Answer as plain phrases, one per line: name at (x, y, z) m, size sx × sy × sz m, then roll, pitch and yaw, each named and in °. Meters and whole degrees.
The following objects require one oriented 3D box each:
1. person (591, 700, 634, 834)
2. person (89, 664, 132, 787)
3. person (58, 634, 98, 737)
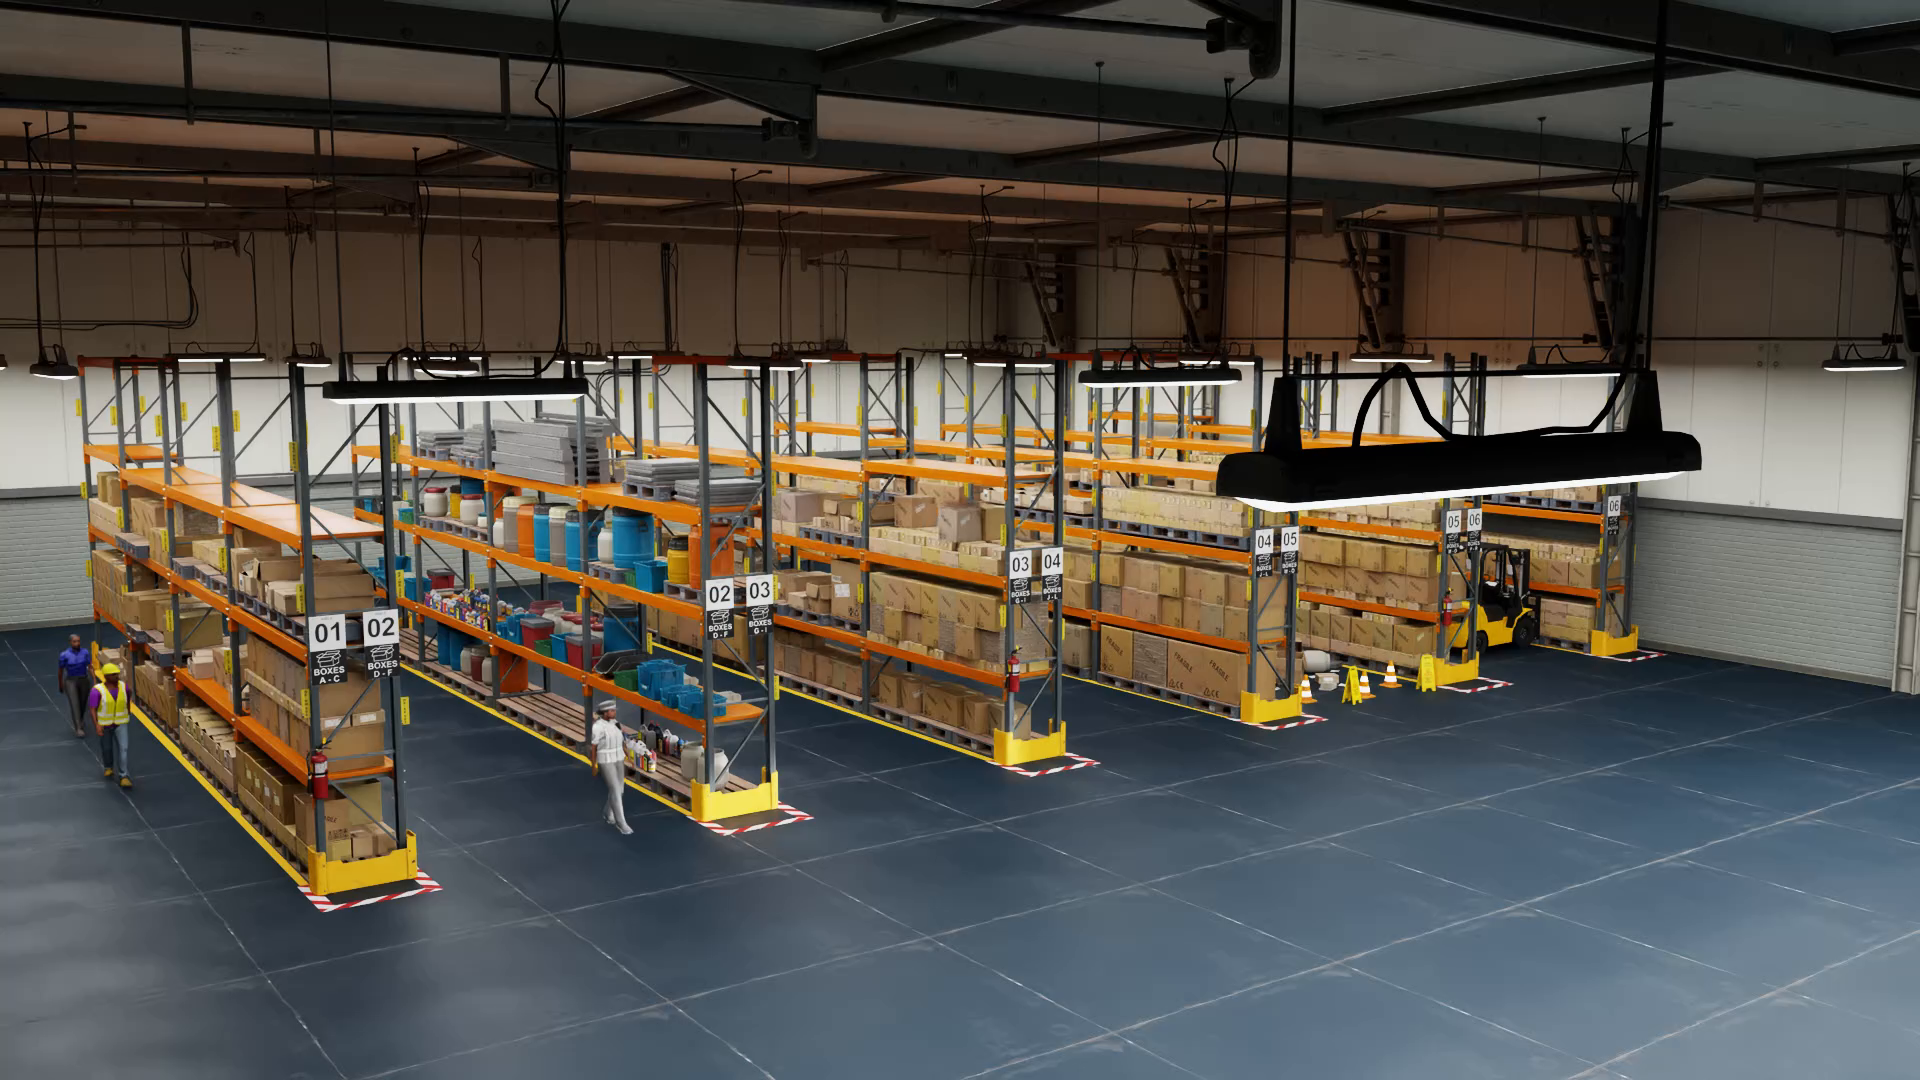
person at (-4.442, 2.919, 21.582) m, size 0.731 × 1.670 × 0.477 m, roll 4°, pitch 8°, yaw 32°
person at (-12.050, 2.606, 23.613) m, size 0.547 × 1.704 × 1.077 m, roll -4°, pitch 8°, yaw -32°
person at (-14.152, 2.291, 26.681) m, size 0.533 × 1.594 × 1.011 m, roll -5°, pitch 9°, yaw -37°
